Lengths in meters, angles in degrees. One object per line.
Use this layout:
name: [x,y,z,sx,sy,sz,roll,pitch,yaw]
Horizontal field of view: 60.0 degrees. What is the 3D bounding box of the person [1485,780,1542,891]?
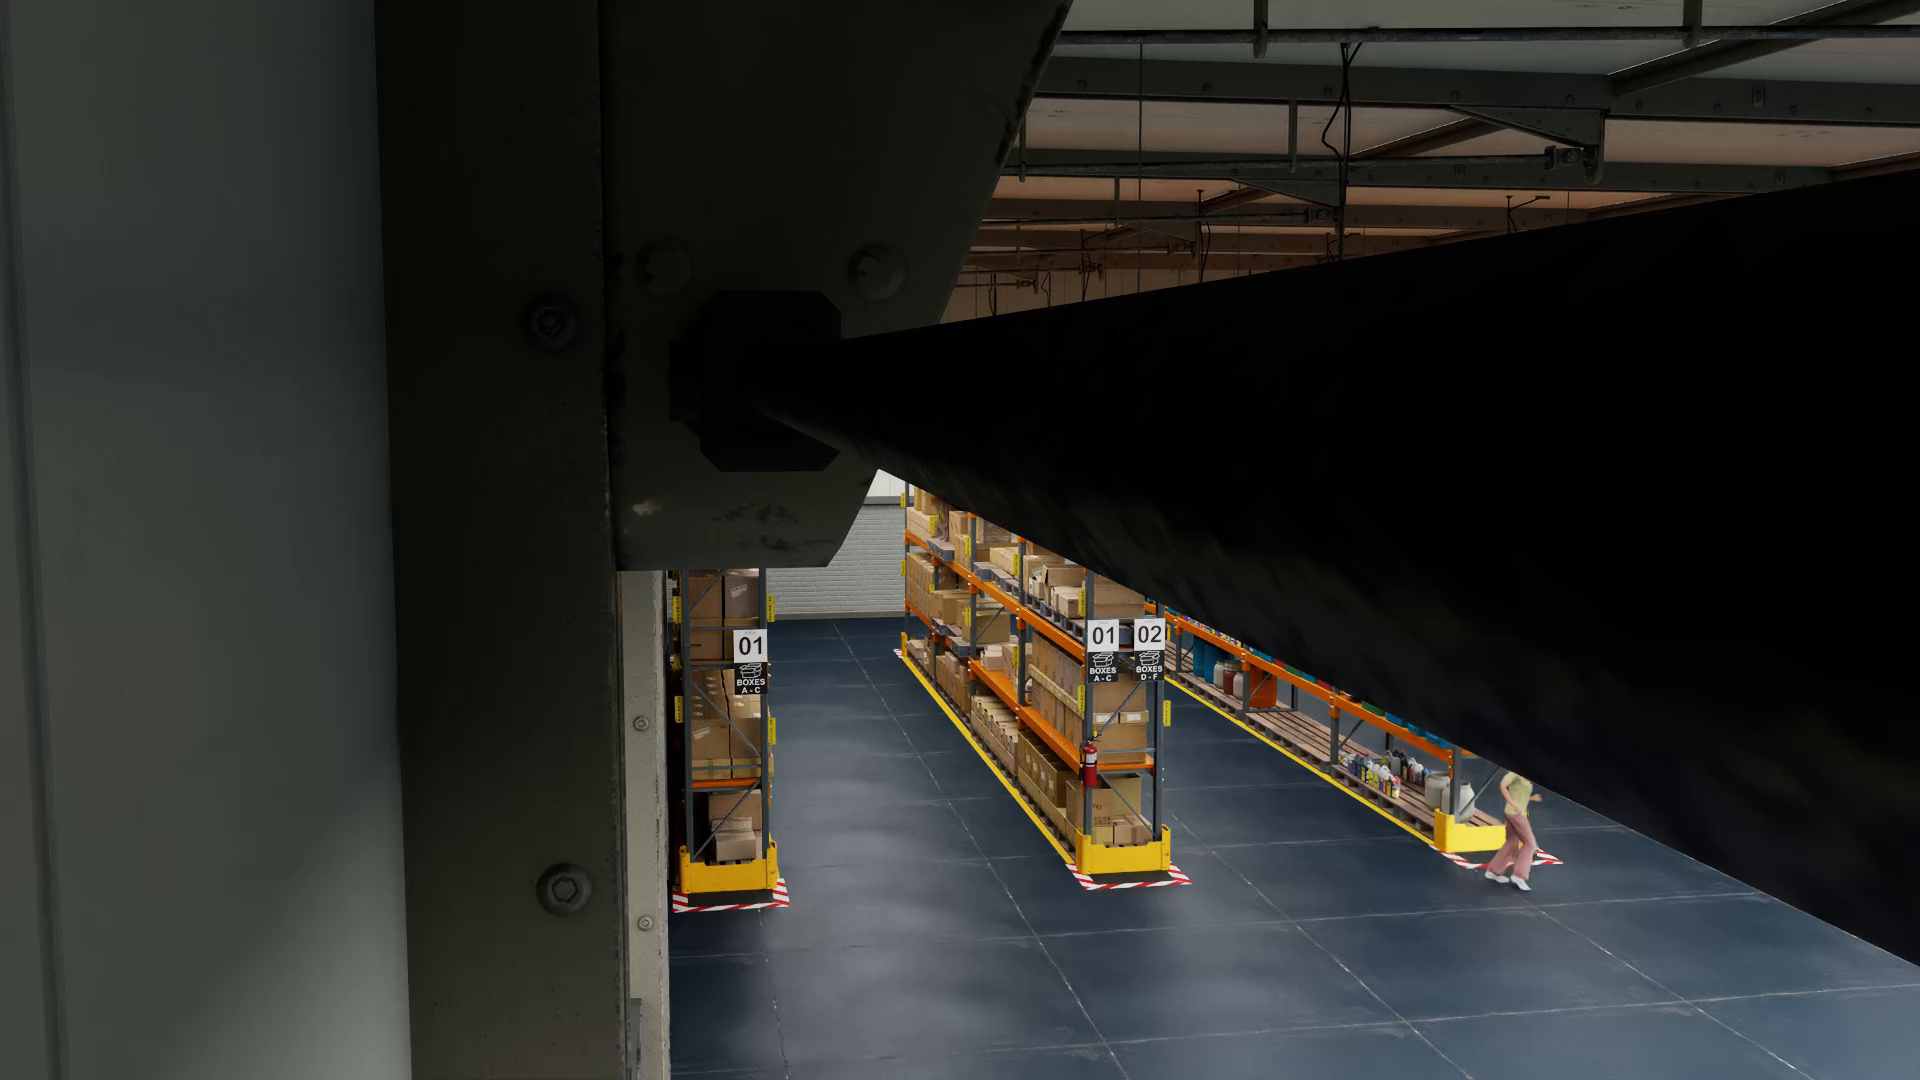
person: [6.821,3.428,20.472,0.638,1.676,0.675,2,6,19]
